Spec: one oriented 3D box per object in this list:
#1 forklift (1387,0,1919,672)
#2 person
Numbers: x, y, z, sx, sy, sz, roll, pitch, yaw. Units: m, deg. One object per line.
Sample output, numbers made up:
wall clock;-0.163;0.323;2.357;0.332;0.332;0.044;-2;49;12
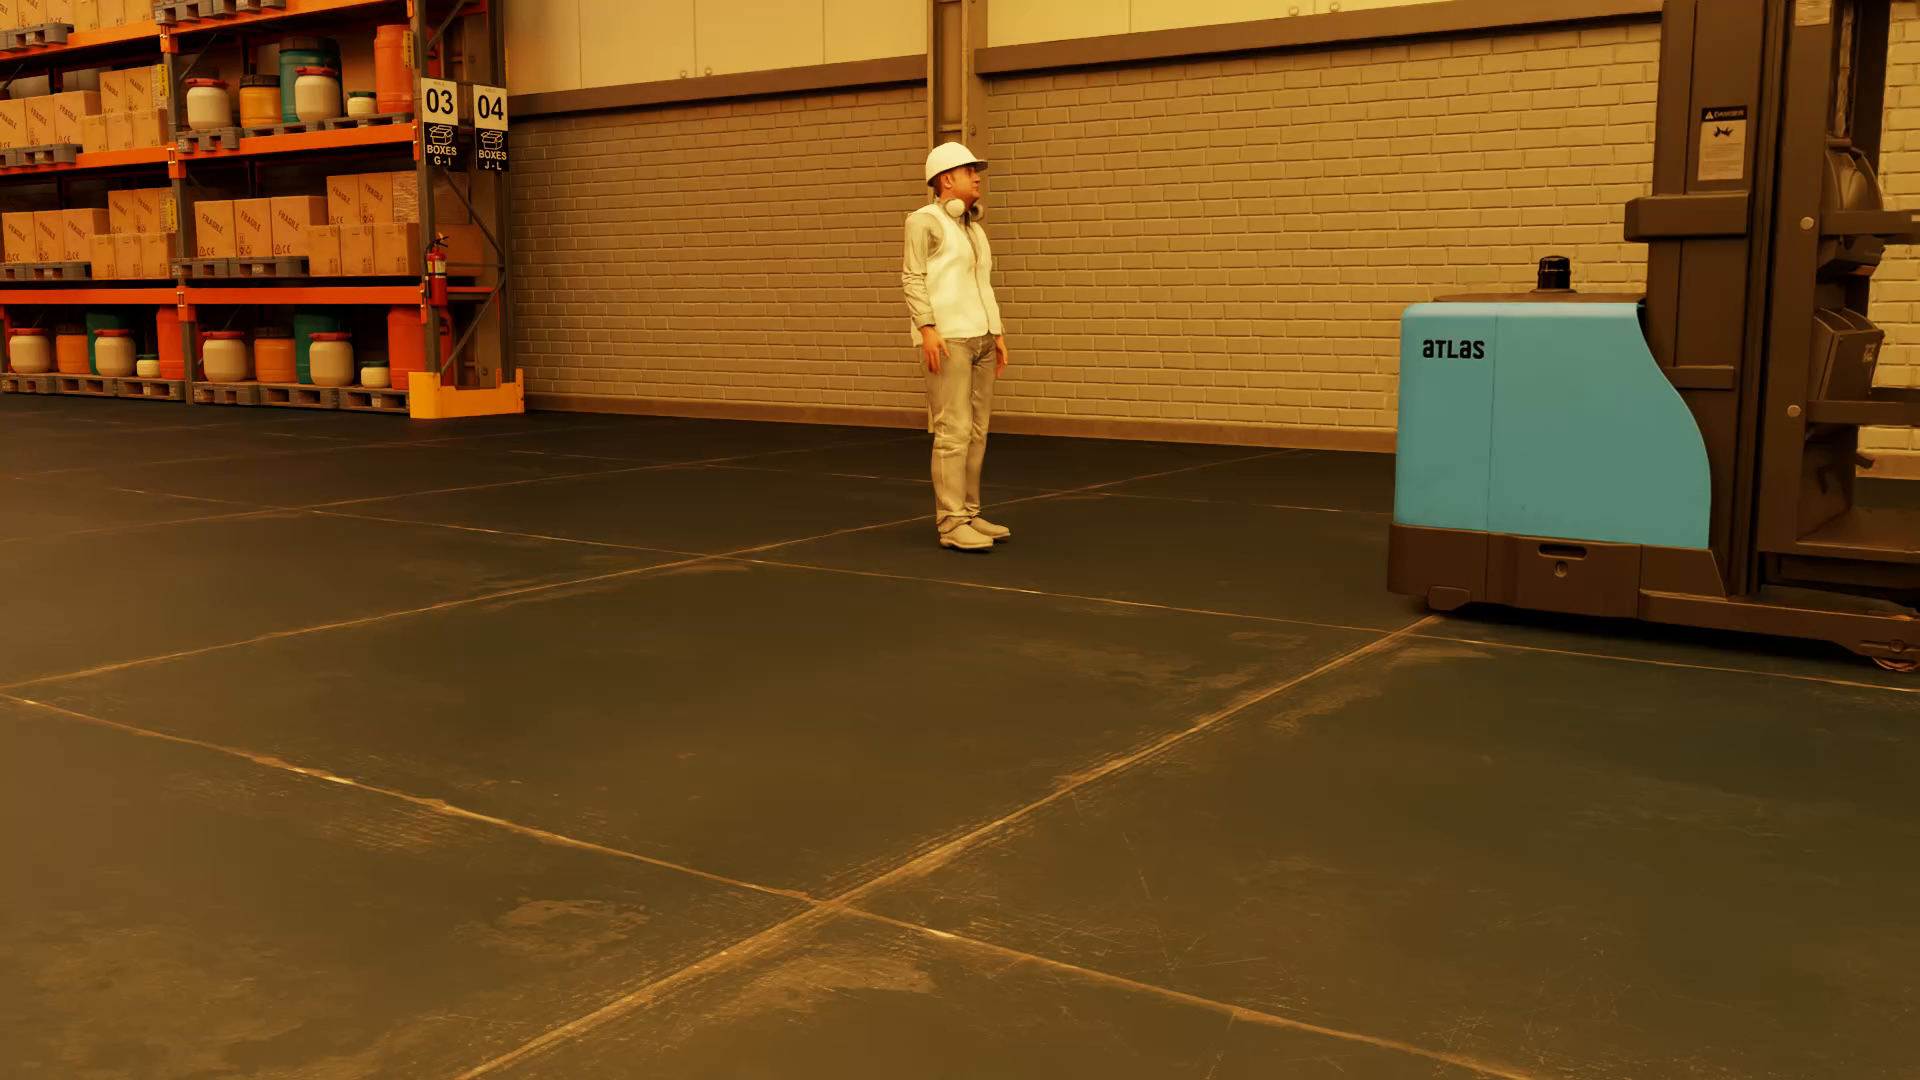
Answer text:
forklift;2.994;-1.133;5.159;3.031;2.935;1.130;6;10;36
person;0.048;-0.880;7.437;0.566;1.775;0.634;5;10;34
